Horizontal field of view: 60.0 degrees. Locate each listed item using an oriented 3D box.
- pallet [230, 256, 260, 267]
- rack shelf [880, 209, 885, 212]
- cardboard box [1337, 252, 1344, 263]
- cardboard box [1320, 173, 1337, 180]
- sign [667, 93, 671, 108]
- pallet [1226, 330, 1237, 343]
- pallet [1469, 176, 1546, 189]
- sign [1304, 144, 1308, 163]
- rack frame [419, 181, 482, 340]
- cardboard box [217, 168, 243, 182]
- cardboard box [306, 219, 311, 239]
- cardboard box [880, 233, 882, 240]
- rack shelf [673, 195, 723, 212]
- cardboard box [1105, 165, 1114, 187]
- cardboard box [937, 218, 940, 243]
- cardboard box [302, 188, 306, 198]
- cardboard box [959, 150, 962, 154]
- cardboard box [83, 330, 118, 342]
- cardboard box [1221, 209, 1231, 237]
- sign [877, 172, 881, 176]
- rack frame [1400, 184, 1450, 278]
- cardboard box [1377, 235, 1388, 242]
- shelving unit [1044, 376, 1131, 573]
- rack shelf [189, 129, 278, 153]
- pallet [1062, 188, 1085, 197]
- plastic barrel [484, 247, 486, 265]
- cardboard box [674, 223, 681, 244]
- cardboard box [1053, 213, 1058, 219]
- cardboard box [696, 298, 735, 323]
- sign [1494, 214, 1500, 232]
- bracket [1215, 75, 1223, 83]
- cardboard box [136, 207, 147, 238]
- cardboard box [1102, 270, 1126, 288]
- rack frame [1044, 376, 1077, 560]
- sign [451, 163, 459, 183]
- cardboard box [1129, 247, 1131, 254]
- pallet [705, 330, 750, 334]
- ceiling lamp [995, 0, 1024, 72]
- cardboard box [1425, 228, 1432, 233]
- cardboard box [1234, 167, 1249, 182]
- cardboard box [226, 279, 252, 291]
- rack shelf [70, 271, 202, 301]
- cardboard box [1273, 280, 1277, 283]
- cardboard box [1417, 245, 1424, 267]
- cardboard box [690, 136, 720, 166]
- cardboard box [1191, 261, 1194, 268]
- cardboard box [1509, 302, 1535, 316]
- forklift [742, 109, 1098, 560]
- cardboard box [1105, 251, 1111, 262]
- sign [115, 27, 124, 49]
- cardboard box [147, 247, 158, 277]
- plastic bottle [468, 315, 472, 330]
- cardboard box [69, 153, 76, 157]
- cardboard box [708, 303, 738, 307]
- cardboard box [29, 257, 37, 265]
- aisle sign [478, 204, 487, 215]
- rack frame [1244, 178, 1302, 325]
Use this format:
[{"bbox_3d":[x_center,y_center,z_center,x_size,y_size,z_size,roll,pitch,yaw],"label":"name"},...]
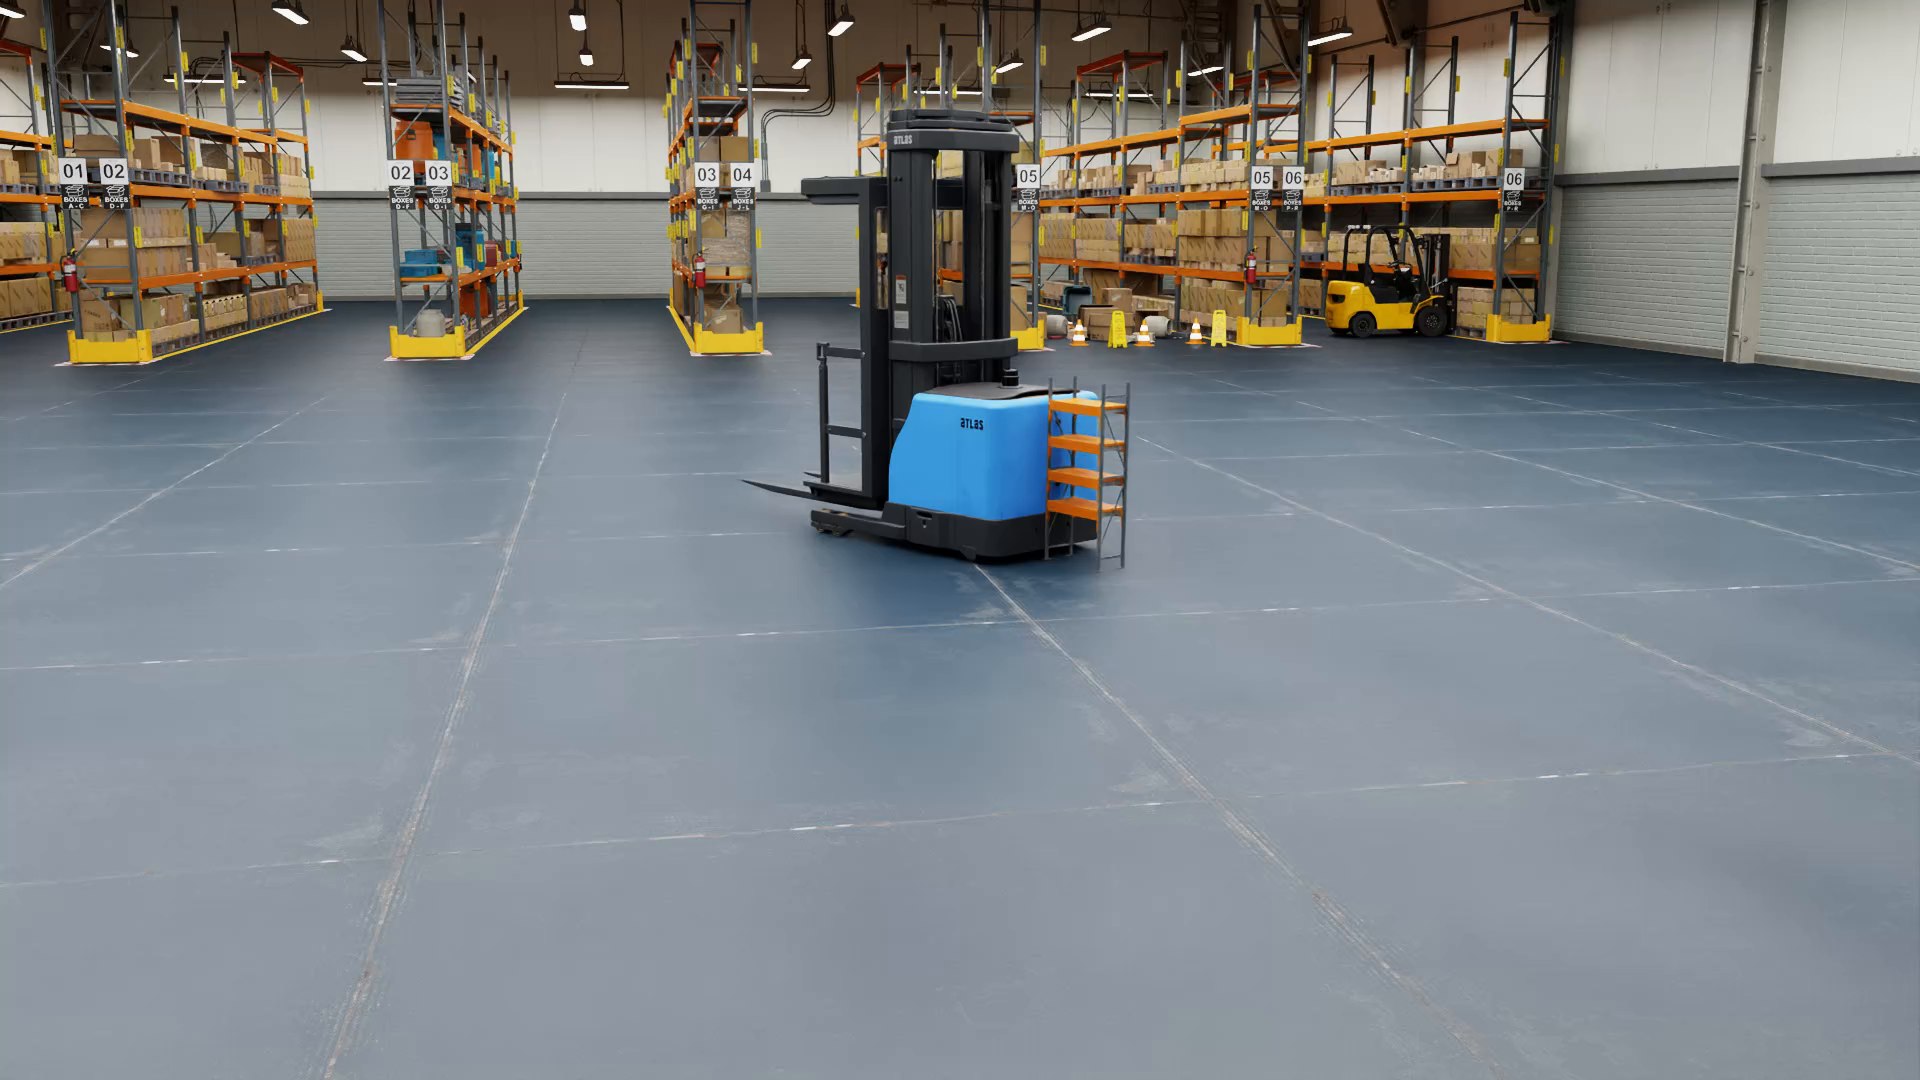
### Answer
[{"bbox_3d":[-15.470,-5.862,34.986,1.213,0.211,1.003,-2,11,-11],"label":"pallet"},{"bbox_3d":[-1.056,-7.843,38.782,1.077,0.370,4.000,-2,11,-11],"label":"rack shelf"},{"bbox_3d":[8.977,-6.479,38.117,0.500,0.250,0.500,-2,11,-12],"label":"cardboard box"},{"bbox_3d":[8.680,-8.530,39.006,0.380,0.149,0.250,-2,11,-9],"label":"cardboard box"},{"bbox_3d":[-6.879,-10.396,39.327,0.100,0.325,0.005,-2,11,-11],"label":"sign"},{"bbox_3d":[5.587,-3.882,31.526,1.003,0.211,1.213,-2,11,-11],"label":"pallet"},{"bbox_3d":[10.481,-6.829,31.768,1.003,0.211,1.213,-2,11,-11],"label":"pallet"},{"bbox_3d":[6.257,-7.010,30.144,0.100,0.325,0.005,-2,11,-11],"label":"sign"},{"bbox_3d":[-9.632,-5.280,31.417,1.000,3.000,0.127,-2,11,-11],"label":"rack frame"},{"bbox_3d":[-15.387,-7.436,34.453,0.910,0.500,0.500,-2,11,-11],"label":"cardboard box"},{"bbox_3d":[-16.370,-7.678,41.072,0.500,0.500,0.500,-2,11,-9],"label":"cardboard box"},{"bbox_3d":[-1.712,-7.278,39.868,0.380,0.149,0.250,-2,11,-11],"label":"cardboard box"},{"bbox_3d":[-5.941,-7.681,37.932,1.077,0.370,4.000,-2,11,-11],"label":"rack shelf"},{"bbox_3d":[3.790,-8.458,38.700,0.700,0.500,0.500,-3,11,-14],"label":"cardboard box"},{"bbox_3d":[-0.093,-6.348,34.083,0.700,0.500,0.500,-2,11,-12],"label":"cardboard box"},{"bbox_3d":[-16.380,-8.525,40.842,0.500,0.250,0.500,-2,11,-11],"label":"cardboard box"},{"bbox_3d":[0.194,-7.215,30.708,0.380,0.149,0.250,-2,11,-11],"label":"cardboard box"},{"bbox_3d":[-14.108,-3.310,27.298,0.500,0.250,0.500,-2,11,-11],"label":"cardboard box"},{"bbox_3d":[5.320,-5.953,31.211,0.700,0.500,0.500,-2,11,-10],"label":"cardboard box"},{"bbox_3d":[-1.976,-8.796,40.483,0.100,0.325,0.005,-2,11,-11],"label":"sign"},{"bbox_3d":[9.815,-6.002,35.209,1.000,3.000,0.127,-2,11,-11],"label":"rack frame"},{"bbox_3d":[9.286,-6.561,36.145,0.380,0.149,0.250,-2,11,-13],"label":"cardboard box"},{"bbox_3d":[0.817,-0.433,10.740,0.258,1.200,0.503,-8,14,-39],"label":"shelving unit"},{"bbox_3d":[-15.659,-8.599,35.800,1.077,0.370,4.000,-2,11,-11],"label":"rack shelf"},{"bbox_3d":[3.242,-8.869,42.484,1.003,0.211,1.213,-2,11,-11],"label":"pallet"},{"bbox_3d":[-10.001,-5.888,34.310,0.421,0.512,0.421,0,11,0],"label":"plastic barrel"},{"bbox_3d":[-6.681,-7.443,40.380,0.500,0.500,0.500,-2,11,-9],"label":"cardboard box"},{"bbox_3d":[2.671,-8.520,43.759,0.380,0.149,0.250,-2,11,-12],"label":"cardboard box"},{"bbox_3d":[-4.872,-4.562,33.152,0.700,0.500,0.500,-3,11,-15],"label":"cardboard box"},{"bbox_3d":[10.058,-5.936,31.134,0.100,0.325,0.005,-2,11,-11],"label":"sign"},{"bbox_3d":[7.573,-13.357,48.177,0.235,0.232,0.430,-2,11,-11],"label":"bracket"},{"bbox_3d":[-13.910,-5.246,27.498,0.700,0.500,0.500,-2,11,-12],"label":"cardboard box"},{"bbox_3d":[3.947,-6.010,39.812,0.875,0.875,0.875,-2,11,-10],"label":"cardboard box"},{"bbox_3d":[0.662,-0.472,10.924,0.240,1.200,0.015,-8,14,-39],"label":"rack frame"},{"bbox_3d":[-8.314,-6.044,27.382,0.100,0.325,0.005,-2,11,-11],"label":"sign"},{"bbox_3d":[4.050,-6.571,37.747,0.380,0.149,0.250,-3,11,-14],"label":"cardboard box"},{"bbox_3d":[-4.368,-3.745,30.806,1.003,0.211,1.213,-2,11,-11],"label":"pallet"},{"bbox_3d":[1.411,-12.870,39.637,0.800,3.185,2.000,-2,11,-11],"label":"ceiling lamp"},{"bbox_3d":[9.733,-6.305,34.000,0.380,0.149,0.250,-2,11,-10],"label":"cardboard box"},{"bbox_3d":[5.361,-6.717,30.550,0.500,0.250,0.500,-2,11,-12],"label":"cardboard box"},{"bbox_3d":[-15.998,-5.644,36.829,0.500,0.250,0.500,-2,11,-11],"label":"cardboard box"},{"bbox_3d":[-14.103,-4.381,28.614,1.077,0.370,4.000,-2,11,-11],"label":"rack shelf"},{"bbox_3d":[8.198,-6.643,42.403,0.380,0.149,0.250,-2,11,-13],"label":"cardboard box"},{"bbox_3d":[9.763,-5.865,34.223,0.500,0.500,0.500,-2,11,-10],"label":"cardboard box"},{"bbox_3d":[-4.545,-6.916,29.590,0.500,0.500,0.500,-2,11,-11],"label":"cardboard box"},{"bbox_3d":[4.875,-5.536,33.432,0.380,0.149,0.250,-2,11,-11],"label":"cardboard box"},{"bbox_3d":[10.705,-4.463,32.018,0.500,0.250,0.500,-2,11,-10],"label":"cardboard box"},{"bbox_3d":[-0.426,-1.525,11.870,1.130,2.935,3.031,-10,15,-42],"label":"forklift"},{"bbox_3d":[3.701,-6.657,39.052,0.500,0.250,0.500,-2,11,-10],"label":"cardboard box"},{"bbox_3d":[-13.168,-7.870,26.057,0.100,0.325,0.005,-2,11,-11],"label":"sign"},{"bbox_3d":[-13.990,-4.690,28.047,0.700,0.500,0.500,-2,11,-11],"label":"cardboard box"},{"bbox_3d":[-9.215,-4.086,31.229,0.061,0.283,0.133,-2,11,-8],"label":"plastic bottle"},{"bbox_3d":[-21.078,-8.833,39.064,0.500,0.500,0.500,-3,11,-14],"label":"cardboard box"},{"bbox_3d":[-4.419,-4.148,31.031,0.500,0.500,0.500,-3,11,-16],"label":"cardboard box"},{"bbox_3d":[-20.375,-6.081,36.243,0.380,0.149,0.250,-2,11,-11],"label":"cardboard box"},{"bbox_3d":[-12.271,-8.761,42.750,0.394,0.787,0.004,-2,11,-11],"label":"aisle sign"},{"bbox_3d":[5.725,-5.087,30.402,1.000,3.000,0.127,-2,11,-11],"label":"rack frame"}]
